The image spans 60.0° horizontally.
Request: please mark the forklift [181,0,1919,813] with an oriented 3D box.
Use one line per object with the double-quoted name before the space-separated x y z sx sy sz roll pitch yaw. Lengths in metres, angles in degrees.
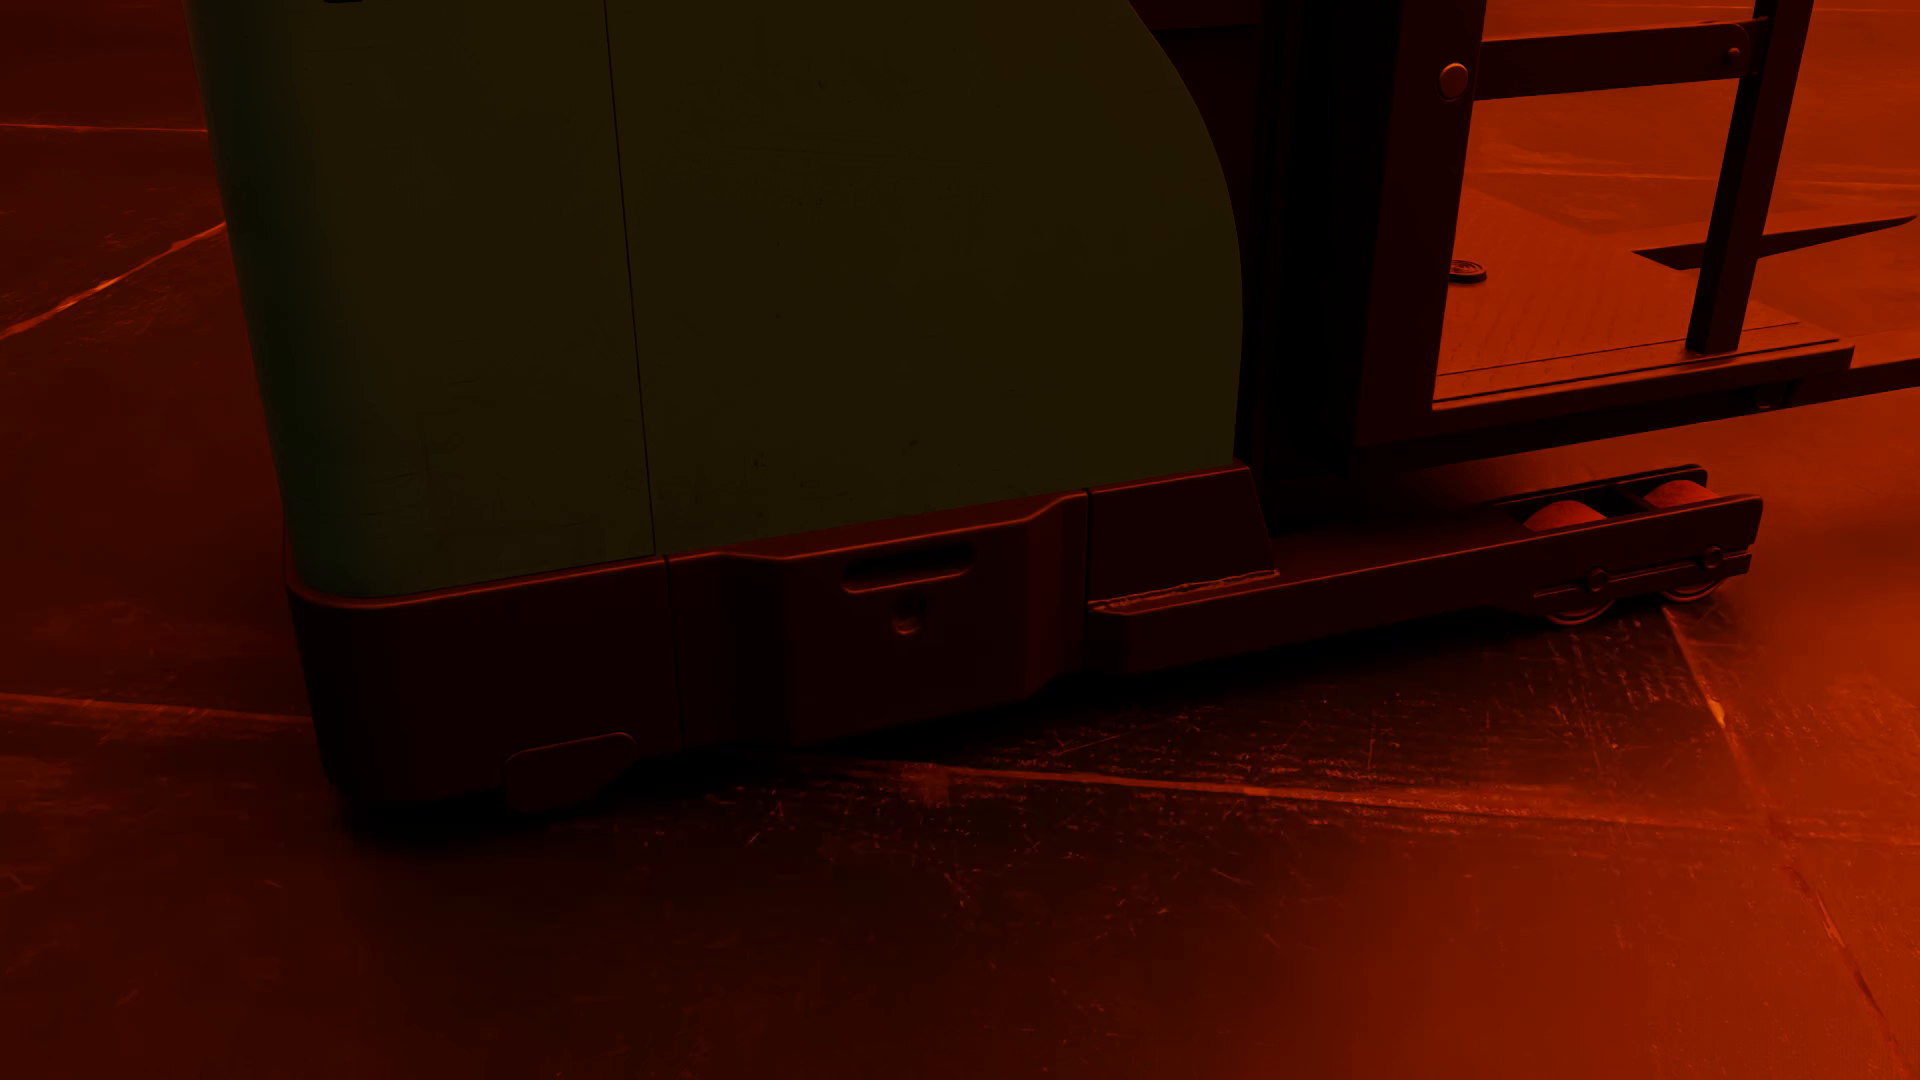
"forklift" 0.572 -1.406 2.035 3.031 2.935 1.130 -9 28 -18
